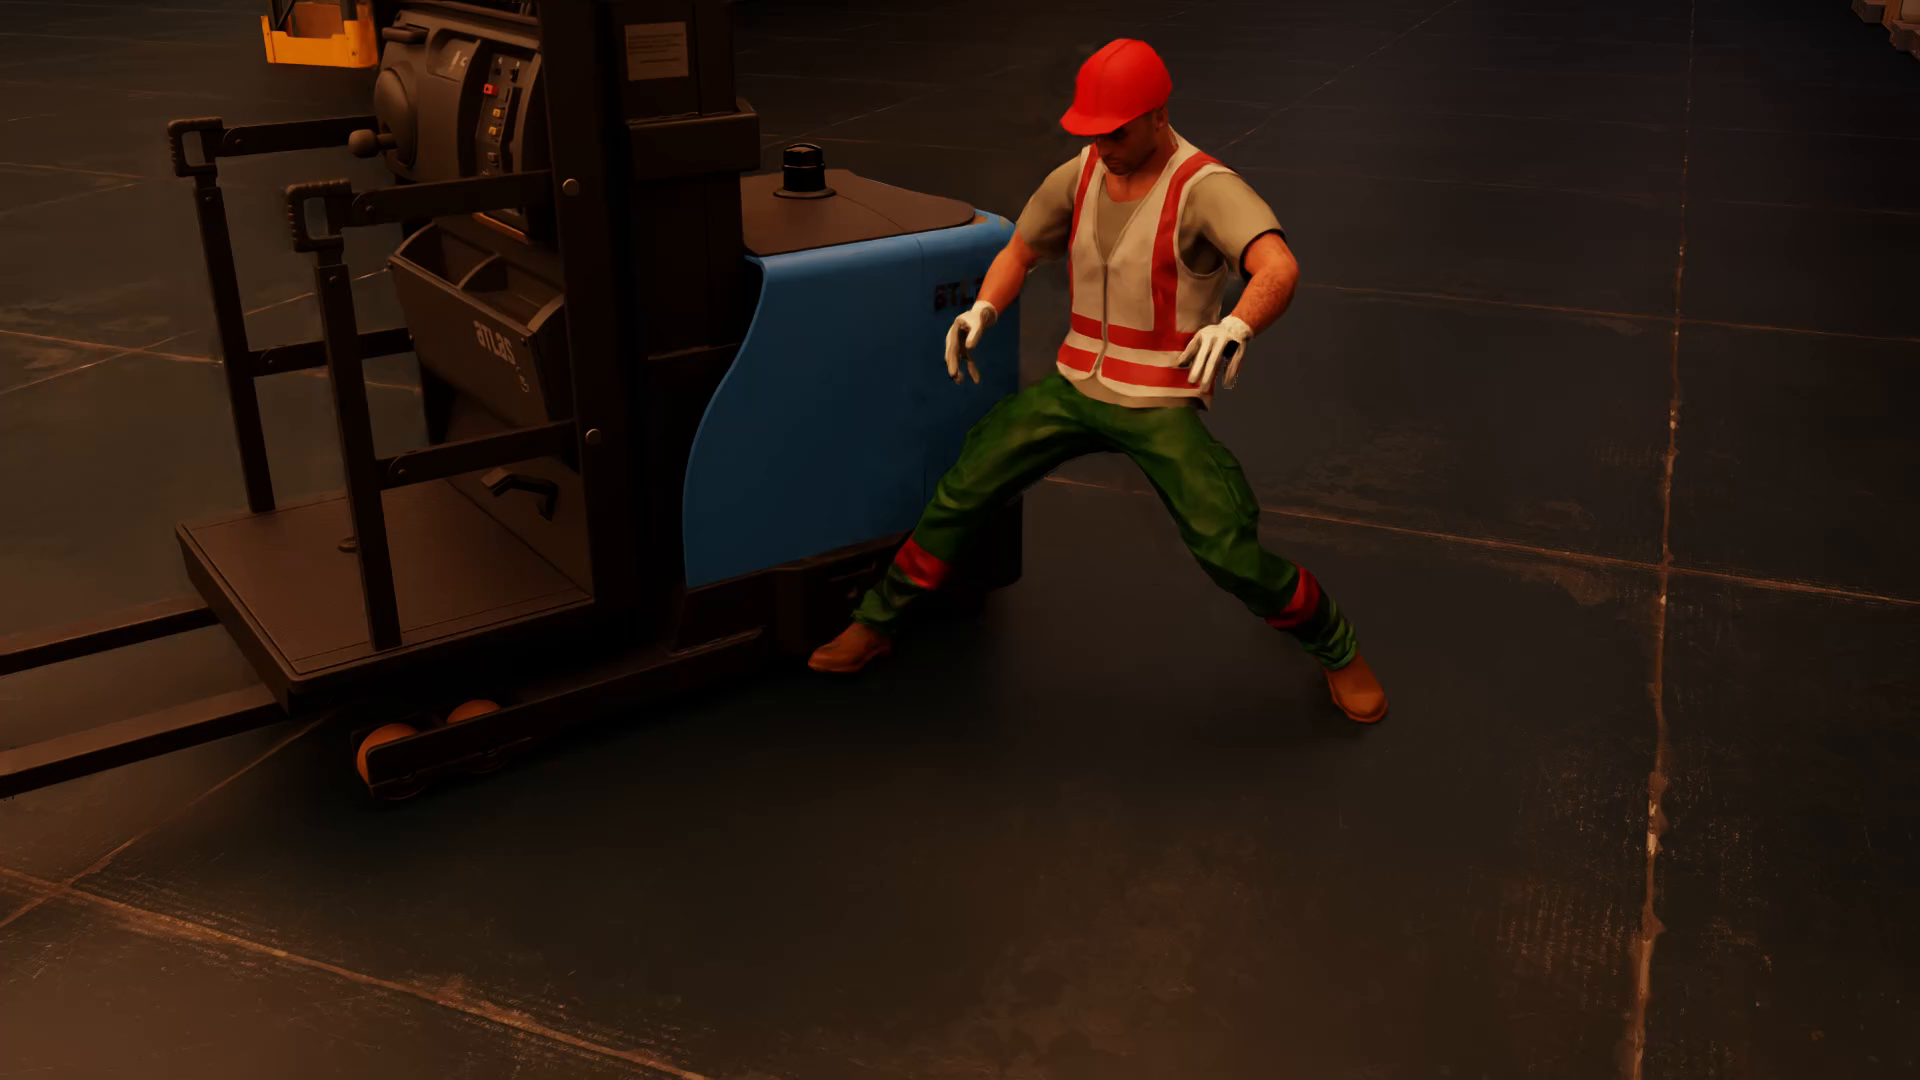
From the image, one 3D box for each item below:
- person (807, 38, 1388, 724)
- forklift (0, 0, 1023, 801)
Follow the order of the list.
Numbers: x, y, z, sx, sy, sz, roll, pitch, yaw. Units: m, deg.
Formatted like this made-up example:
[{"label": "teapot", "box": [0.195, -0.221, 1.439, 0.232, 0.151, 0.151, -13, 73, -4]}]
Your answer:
[{"label": "person", "box": [0.350, -0.342, 3.893, 1.227, 1.591, 0.976, 19, 29, 38]}, {"label": "forklift", "box": [-1.319, -1.004, 3.694, 3.031, 2.935, 1.130, -16, 27, -33]}]
